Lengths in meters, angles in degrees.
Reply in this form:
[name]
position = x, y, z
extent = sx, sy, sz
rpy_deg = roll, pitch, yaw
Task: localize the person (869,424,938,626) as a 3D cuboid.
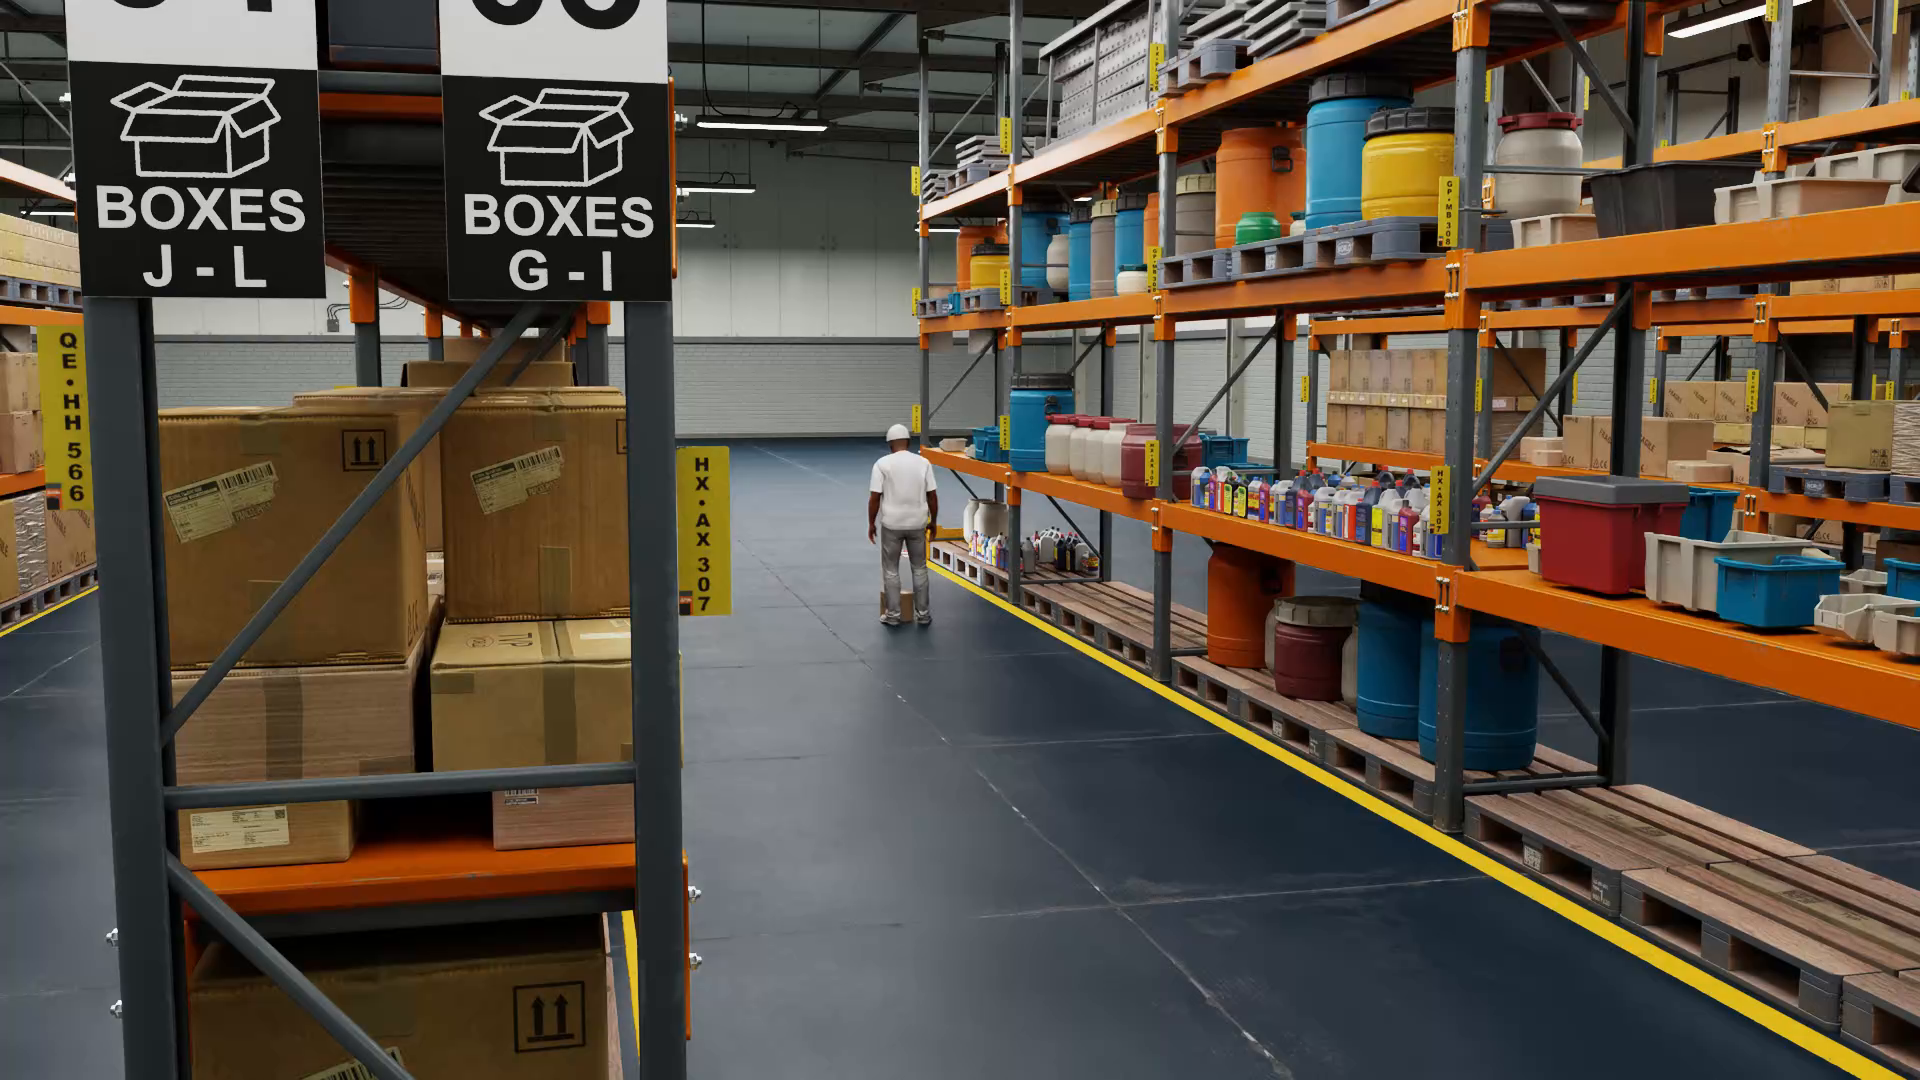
[person]
position = -0.503, -0.136, 14.656
extent = 0.628, 1.760, 0.461
rpy_deg = -2, 6, -14
